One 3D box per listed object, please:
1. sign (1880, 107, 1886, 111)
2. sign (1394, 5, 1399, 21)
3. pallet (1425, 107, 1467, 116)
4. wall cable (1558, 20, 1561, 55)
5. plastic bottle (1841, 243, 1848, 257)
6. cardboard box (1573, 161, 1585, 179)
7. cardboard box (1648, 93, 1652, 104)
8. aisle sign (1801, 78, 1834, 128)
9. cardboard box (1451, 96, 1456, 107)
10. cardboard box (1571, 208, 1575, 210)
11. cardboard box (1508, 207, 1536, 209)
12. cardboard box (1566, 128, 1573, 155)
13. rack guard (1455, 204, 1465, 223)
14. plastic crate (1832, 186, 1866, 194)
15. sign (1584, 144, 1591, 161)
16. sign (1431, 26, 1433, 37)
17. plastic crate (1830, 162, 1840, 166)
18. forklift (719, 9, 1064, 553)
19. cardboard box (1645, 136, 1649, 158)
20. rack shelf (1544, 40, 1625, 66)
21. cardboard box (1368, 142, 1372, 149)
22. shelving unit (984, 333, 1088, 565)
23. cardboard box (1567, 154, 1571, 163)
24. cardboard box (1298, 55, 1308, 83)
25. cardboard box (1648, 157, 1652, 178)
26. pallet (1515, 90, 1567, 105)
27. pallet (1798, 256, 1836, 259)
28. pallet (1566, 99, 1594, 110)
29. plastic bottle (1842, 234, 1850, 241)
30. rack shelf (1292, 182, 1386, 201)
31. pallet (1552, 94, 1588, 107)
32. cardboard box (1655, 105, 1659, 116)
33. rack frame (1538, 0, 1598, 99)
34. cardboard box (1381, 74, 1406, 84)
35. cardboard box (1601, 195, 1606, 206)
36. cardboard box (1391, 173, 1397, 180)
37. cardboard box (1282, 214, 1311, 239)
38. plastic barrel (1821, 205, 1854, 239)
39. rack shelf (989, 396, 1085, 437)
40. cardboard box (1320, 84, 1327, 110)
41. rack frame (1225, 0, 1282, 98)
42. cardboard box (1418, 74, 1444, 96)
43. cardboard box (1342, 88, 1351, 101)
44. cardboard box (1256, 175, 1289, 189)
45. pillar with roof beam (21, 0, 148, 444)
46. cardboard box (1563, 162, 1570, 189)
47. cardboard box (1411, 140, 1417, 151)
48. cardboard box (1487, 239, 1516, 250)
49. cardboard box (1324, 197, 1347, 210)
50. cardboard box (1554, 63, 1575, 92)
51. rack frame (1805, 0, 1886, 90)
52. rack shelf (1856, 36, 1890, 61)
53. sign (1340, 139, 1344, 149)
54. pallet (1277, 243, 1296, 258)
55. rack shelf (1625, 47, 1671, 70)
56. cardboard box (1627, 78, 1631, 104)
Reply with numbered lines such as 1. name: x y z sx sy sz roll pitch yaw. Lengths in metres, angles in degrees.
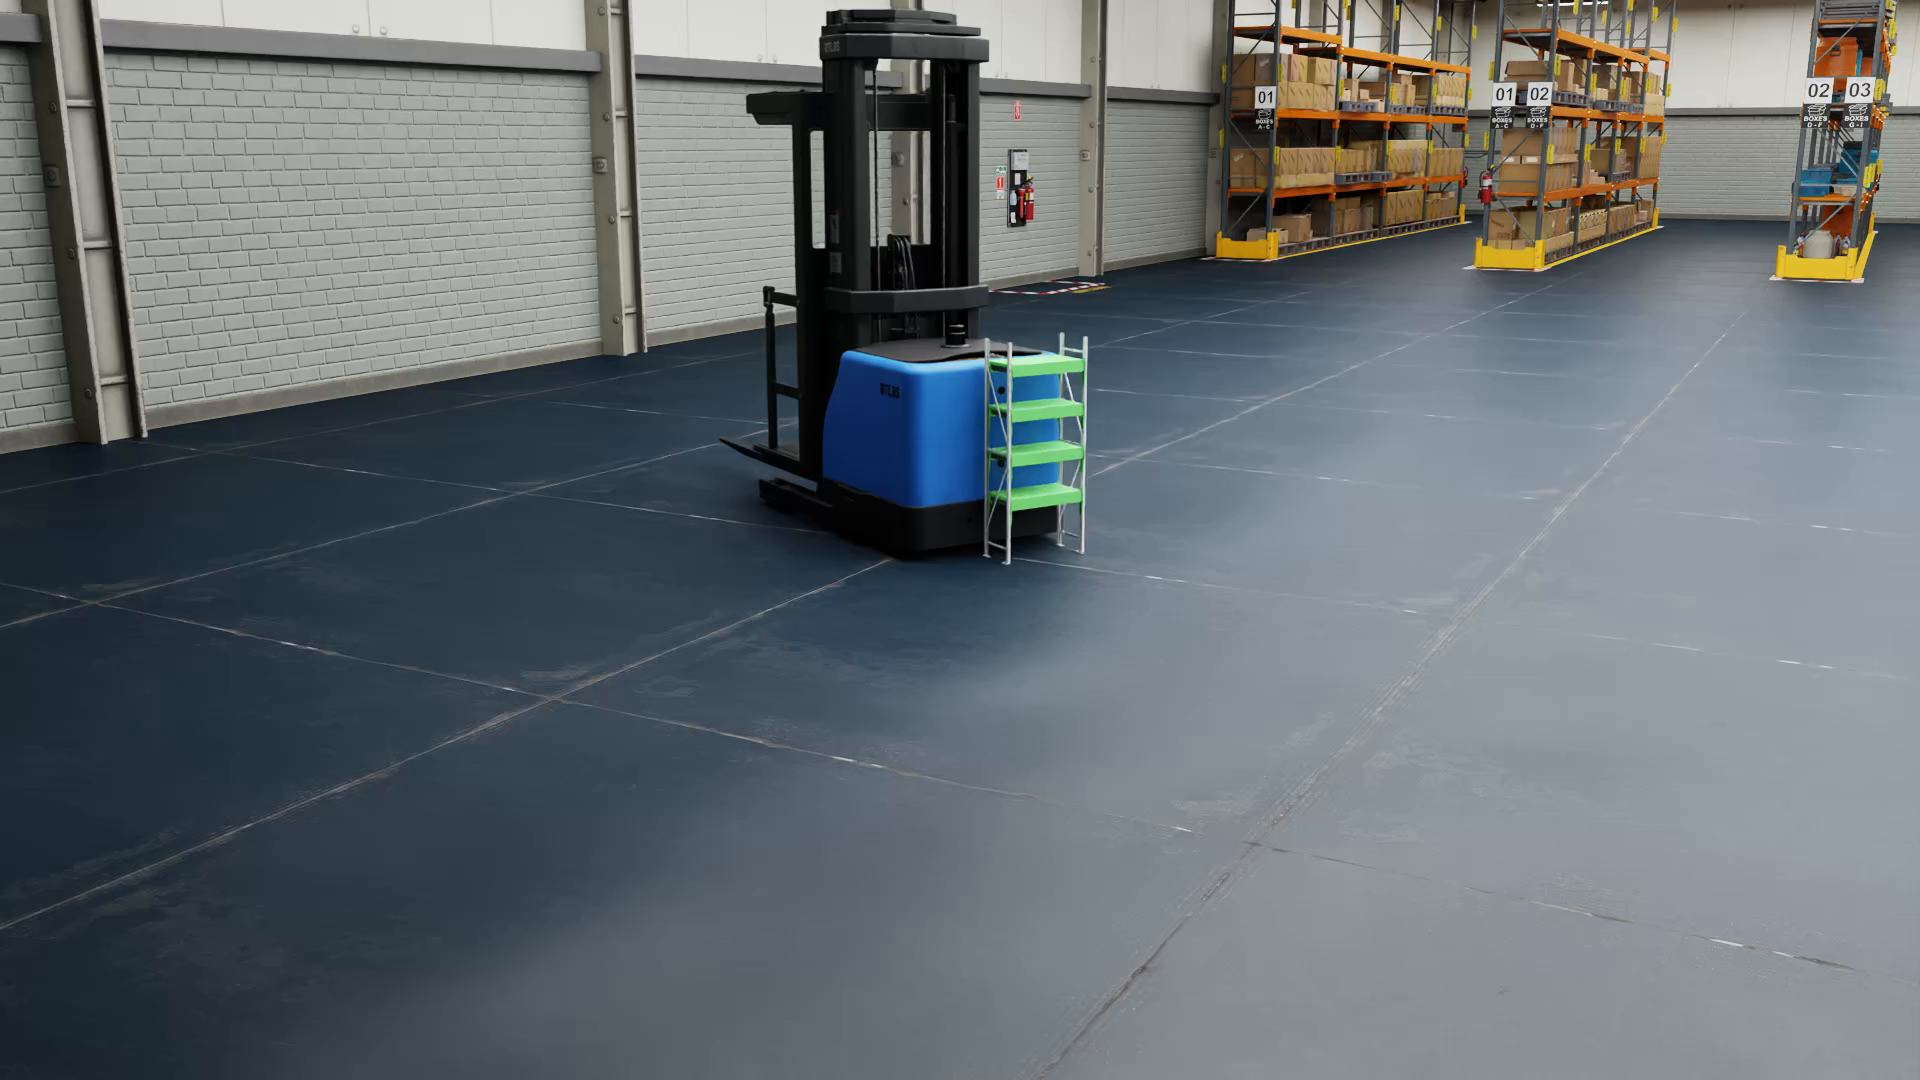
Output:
1. sign: 18.542 -8.784 33.390 0.100 0.325 0.005 7 15 28
2. sign: 9.864 -11.909 37.570 0.100 0.325 0.005 7 15 28
3. pallet: 12.902 -11.463 44.469 1.003 0.211 1.213 7 15 28
4. wall cable: 18.667 -14.876 47.889 3.097 2.526 0.112 7 15 28
5. plastic bottle: 15.339 -5.020 28.839 0.097 0.271 0.097 0 14 0
6. cardboard box: 12.429 -7.491 33.992 0.500 0.500 0.500 9 16 32
7. cardboard box: 16.349 -10.623 40.048 0.500 0.250 0.500 7 15 28
8. aisle sign: 13.895 -7.079 26.948 0.394 0.787 0.004 7 15 28
9. cardboard box: 12.632 -11.444 43.415 0.500 0.250 0.500 7 15 26
10. cardboard box: 13.213 -7.065 36.213 0.500 0.311 0.500 8 16 30
11. cardboard box: 10.808 -6.146 31.996 0.500 0.500 0.500 7 15 28
12. cardboard box: 11.337 -7.662 31.934 0.700 0.500 0.500 7 15 28
13. rack guard: 13.264 -8.991 45.760 1.175 0.500 0.348 7 15 28
14. plastic crate: 15.560 -6.126 29.108 0.530 0.136 0.437 7 15 28
15. sign: 12.276 -7.575 32.539 0.100 0.325 0.005 7 15 28
16. sign: 12.769 -13.713 44.881 0.100 0.325 0.005 7 15 28
17. plastic crate: 19.918 -8.414 37.939 0.392 0.384 0.575 7 15 28
18. forklift: -0.603 -1.654 10.139 1.130 2.935 3.031 -8 16 -30
19. cardboard box: 16.380 -9.525 40.296 0.500 0.500 0.500 7 15 26
20. rack shelf: 12.756 -9.961 34.039 1.077 0.370 4.000 7 15 28
21. cardboard box: 9.244 -9.063 38.191 0.380 0.149 0.250 5 15 21
22. shelving unit: 0.409 -0.501 9.052 0.503 1.200 0.258 -8 16 -31
23. cardboard box: 11.473 -7.304 31.832 0.380 0.149 0.250 7 15 28
24. cardboard box: 6.441 -9.176 32.406 0.500 0.500 0.500 8 16 30
25. cardboard box: 16.874 -9.254 41.307 0.500 0.500 0.500 7 15 27
26. pallet: 10.220 -7.915 29.754 1.003 0.211 1.213 7 15 28
27. pallet: 15.173 -4.877 29.311 1.003 0.211 1.213 7 15 28
28. pallet: 12.204 -8.726 33.337 0.805 0.209 1.217 7 15 26
29. plastic bottle: 15.972 -5.338 29.990 0.144 0.351 0.185 7 15 25
30. rack shelf: 8.418 -7.800 37.020 1.077 0.370 4.000 7 15 28
31. pallet: 11.399 -8.416 31.830 1.003 0.211 1.213 7 15 28
32. cardboard box: 17.091 -10.685 41.374 0.500 0.250 0.500 7 15 28
33. rack frame: 11.789 -10.095 32.206 1.000 3.000 0.127 7 15 28
34. cardboard box: 10.524 -11.185 40.375 0.500 0.250 0.500 7 15 26
35. cardboard box: 14.726 -7.906 38.723 0.500 0.250 0.500 7 15 28
36. cardboard box: 10.078 -8.584 39.233 0.380 0.149 0.250 8 16 30
37. cardboard box: 6.984 -6.520 34.573 0.500 0.500 0.500 6 15 24
38. plastic barrel: 18.279 -6.689 34.612 0.600 0.830 0.708 7 15 28
39. rack shelf: 0.409 -0.672 9.011 0.480 0.148 0.258 -8 16 -31
40. cardboard box: 7.168 -9.022 33.898 0.500 0.500 0.500 6 15 23
41. rack frame: 5.517 -9.835 31.127 1.000 3.000 0.127 7 15 28
42. cardboard box: 11.908 -11.497 42.034 0.500 0.500 0.500 7 15 28
43. cardboard box: 8.083 -9.587 35.796 0.500 0.311 0.500 8 16 30
44. cardboard box: 6.031 -6.919 32.111 0.500 0.250 0.500 7 15 26
45. pillar with roof beam: -2.735 -4.665 9.682 9.100 9.000 0.400 7 15 28
46. cardboard box: 11.331 -7.026 32.065 0.700 0.500 0.500 7 15 27
47. cardboard box: 10.814 -9.614 40.523 0.500 0.250 0.500 8 16 29
48. cardboard box: 9.856 -5.369 30.374 0.500 0.250 0.500 7 15 28
49. cardboard box: 8.250 -7.453 36.843 0.500 0.250 0.500 7 15 26
50. cardboard box: 10.898 -8.447 30.361 0.500 0.500 0.500 7 15 28
51. rack frame: 14.190 -8.712 26.471 1.000 3.000 0.127 7 15 28
52. rack shelf: 17.090 -9.399 31.708 1.077 0.370 4.000 7 15 28
53. sign: 8.897 -9.185 38.761 0.100 0.325 0.005 7 15 28
54. pallet: 5.978 -5.741 32.896 1.003 0.211 1.213 7 15 28
55. rack shelf: 16.623 -11.795 40.801 1.077 0.370 4.000 7 15 28
56. cardboard box: 15.348 -10.484 38.899 0.600 0.600 0.600 6 15 23
